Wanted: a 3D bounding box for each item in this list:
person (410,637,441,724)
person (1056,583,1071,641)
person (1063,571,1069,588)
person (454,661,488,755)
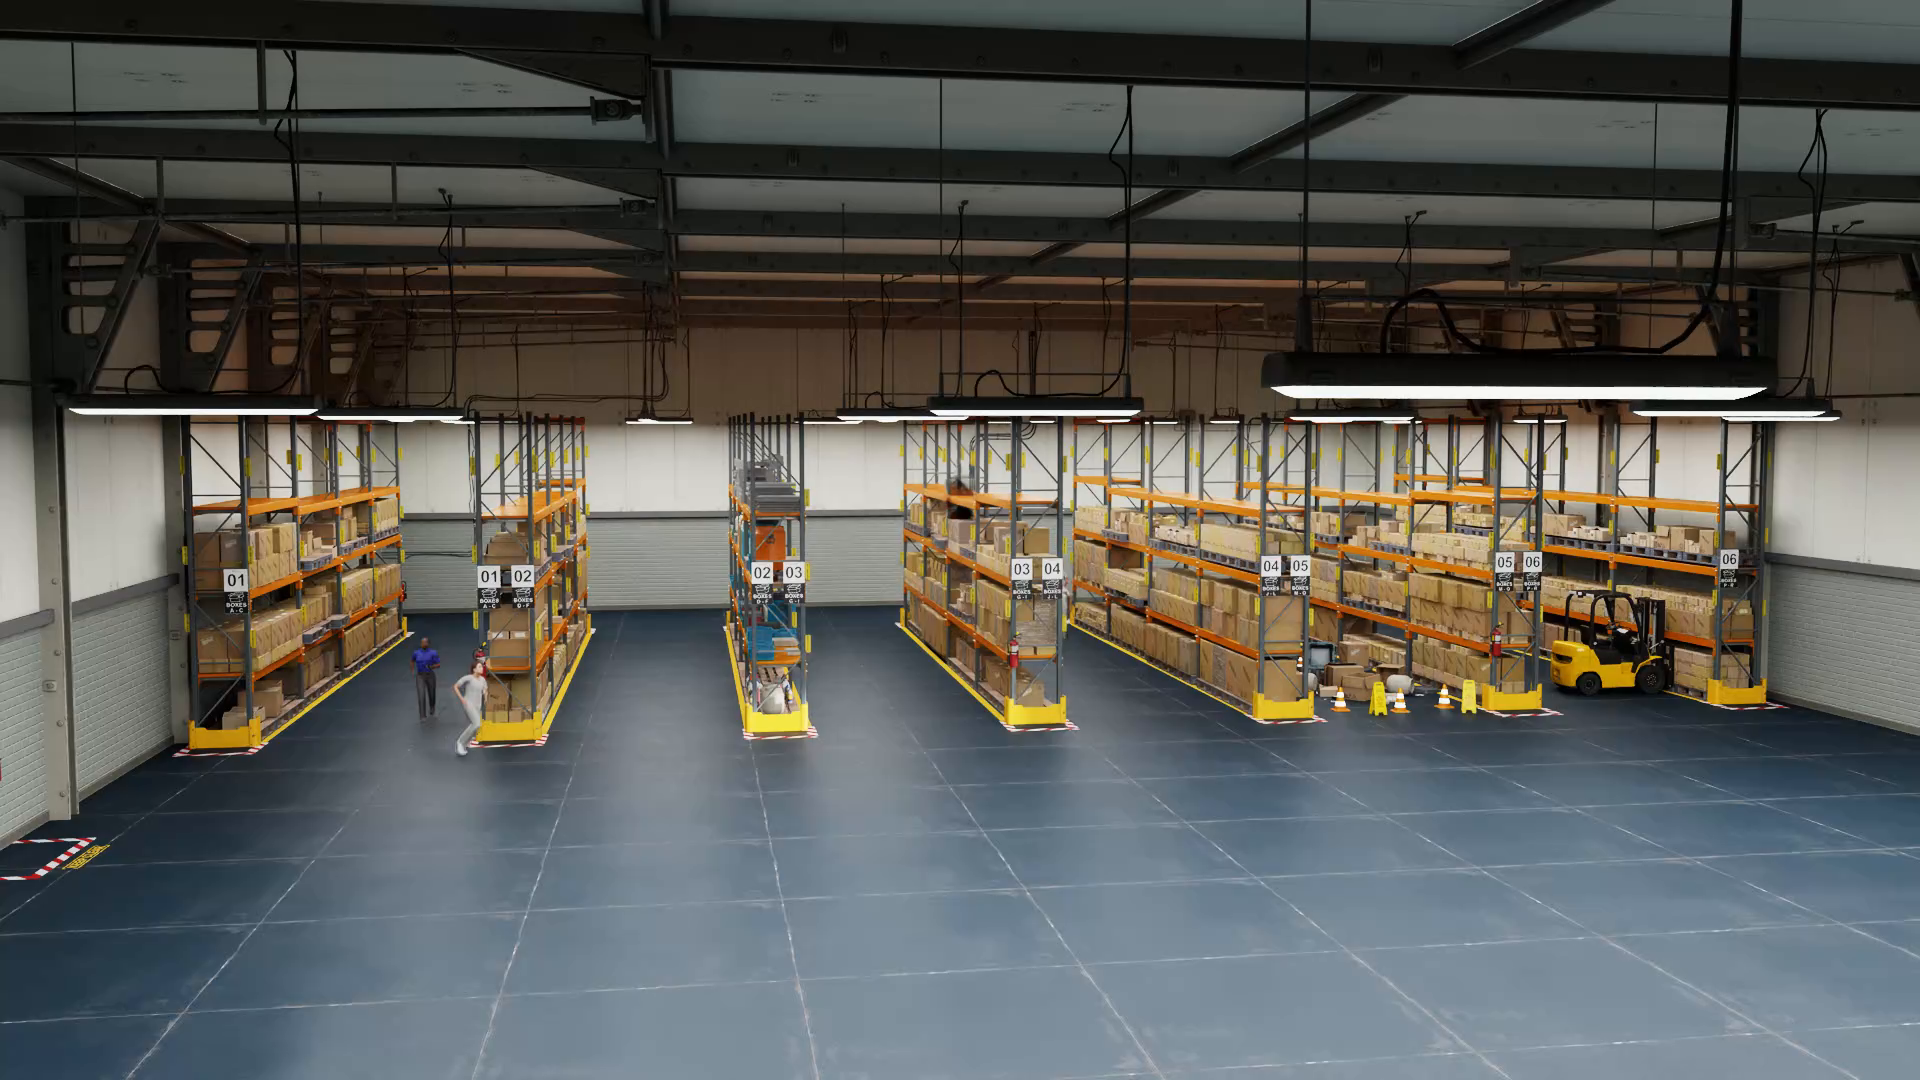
[{"bbox_3d":[-10.374,2.692,32.270,0.583,1.632,0.905,-1,4,-16],"label":"person"},{"bbox_3d":[2.704,1.881,44.532,0.637,1.663,0.637,-1,4,-8],"label":"person"},{"bbox_3d":[2.862,1.497,49.500,0.672,1.778,0.711,-2,4,-23],"label":"person"},{"bbox_3d":[-8.523,2.923,29.103,0.587,1.615,0.606,2,4,26],"label":"person"}]
